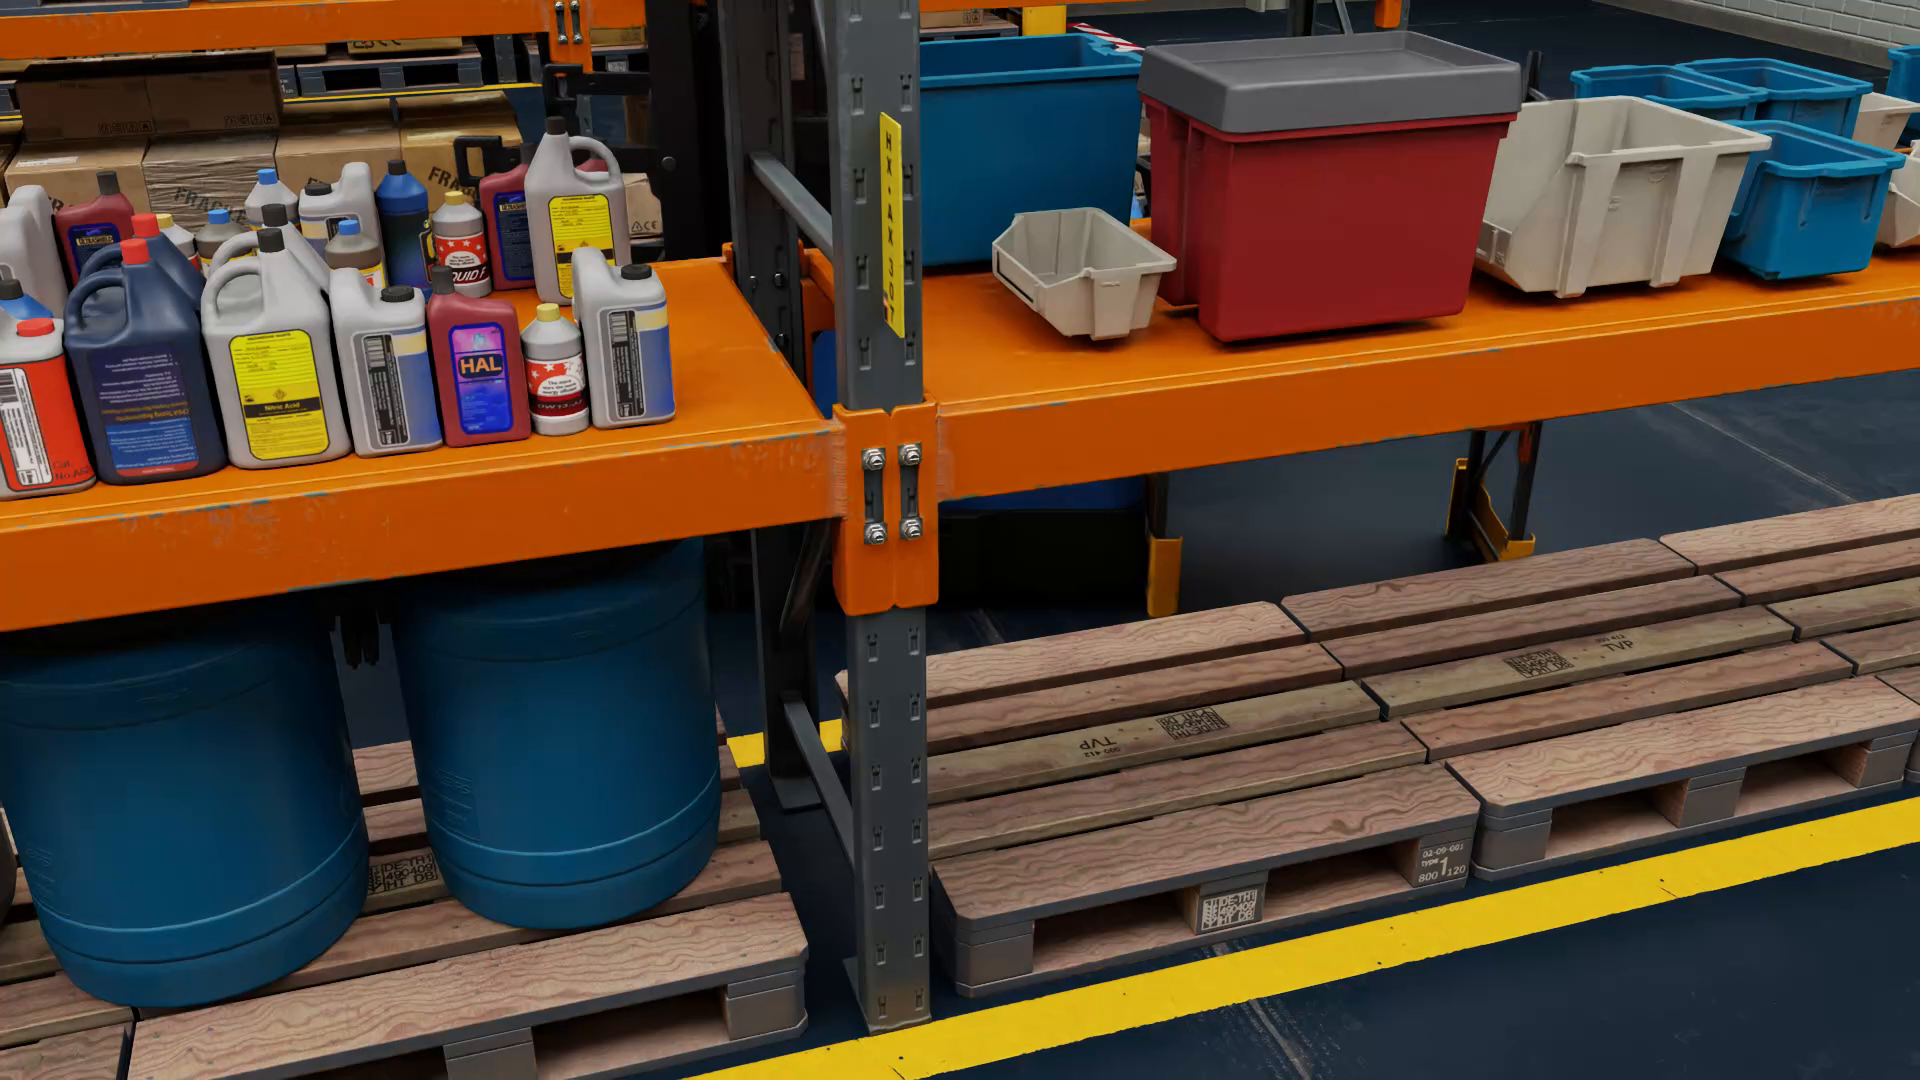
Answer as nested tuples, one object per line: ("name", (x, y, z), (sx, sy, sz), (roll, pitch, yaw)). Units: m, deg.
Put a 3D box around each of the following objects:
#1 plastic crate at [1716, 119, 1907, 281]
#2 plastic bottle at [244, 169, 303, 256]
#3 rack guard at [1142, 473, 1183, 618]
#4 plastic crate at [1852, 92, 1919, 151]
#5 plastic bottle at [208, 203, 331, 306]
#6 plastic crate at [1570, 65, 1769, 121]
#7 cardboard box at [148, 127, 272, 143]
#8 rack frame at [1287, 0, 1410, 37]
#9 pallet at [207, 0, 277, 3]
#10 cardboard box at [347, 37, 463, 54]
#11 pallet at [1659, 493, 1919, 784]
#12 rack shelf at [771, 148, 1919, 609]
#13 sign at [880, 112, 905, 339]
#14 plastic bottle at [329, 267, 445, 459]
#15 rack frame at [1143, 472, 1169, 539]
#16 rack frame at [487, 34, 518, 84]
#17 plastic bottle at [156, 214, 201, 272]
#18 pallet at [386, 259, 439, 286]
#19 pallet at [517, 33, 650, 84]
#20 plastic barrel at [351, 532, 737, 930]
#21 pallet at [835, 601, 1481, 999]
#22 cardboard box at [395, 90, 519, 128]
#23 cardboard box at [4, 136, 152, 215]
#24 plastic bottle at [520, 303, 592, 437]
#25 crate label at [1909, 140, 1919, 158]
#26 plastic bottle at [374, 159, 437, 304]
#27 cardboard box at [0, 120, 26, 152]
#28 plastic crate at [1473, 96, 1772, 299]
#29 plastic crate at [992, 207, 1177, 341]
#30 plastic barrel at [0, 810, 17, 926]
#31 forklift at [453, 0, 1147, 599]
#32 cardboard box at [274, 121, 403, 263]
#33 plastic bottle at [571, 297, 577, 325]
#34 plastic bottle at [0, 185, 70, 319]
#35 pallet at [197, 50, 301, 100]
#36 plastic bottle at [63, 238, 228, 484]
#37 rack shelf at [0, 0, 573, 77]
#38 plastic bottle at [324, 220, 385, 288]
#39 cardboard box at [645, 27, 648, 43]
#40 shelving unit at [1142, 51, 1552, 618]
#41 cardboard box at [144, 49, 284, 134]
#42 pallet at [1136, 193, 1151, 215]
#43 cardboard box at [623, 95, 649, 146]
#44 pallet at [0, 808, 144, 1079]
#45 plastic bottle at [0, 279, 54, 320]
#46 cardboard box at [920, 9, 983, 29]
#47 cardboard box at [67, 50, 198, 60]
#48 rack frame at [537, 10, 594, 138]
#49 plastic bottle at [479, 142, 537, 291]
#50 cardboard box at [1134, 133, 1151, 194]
("plastic crate", (1.659, -0.695, 3.398), (0.300, 0.233, 0.416), (-8, 28, -16))
("plastic bottle", (-1.296, -0.569, 3.167), (0.097, 0.271, 0.097), (0, 26, 0))
("rack guard", (0.590, -0.017, 5.003), (0.087, 0.250, 0.587), (0, 26, 0))
("plastic crate", (2.220, -1.046, 4.213), (0.298, 0.136, 0.250), (-8, 28, -16))
("plastic bottle", (-1.089, -0.358, 2.653), (0.185, 0.351, 0.144), (-8, 28, -16))
("plastic crate", (1.658, -0.969, 3.950), (0.300, 0.233, 0.416), (-8, 28, -16))
("cardboard box", (-3.318, -1.649, 7.514), (0.500, 0.500, 0.500), (-8, 27, -15))
("rack frame", (2.002, -3.230, 8.382), (0.127, 3.000, 1.000), (-8, 28, -16))
("pallet", (-2.595, -2.529, 7.187), (1.213, 0.211, 1.003), (-8, 28, -16))
("cardboard box", (-3.917, -3.853, 11.584), (0.750, 0.750, 0.750), (-8, 27, -15))
("pallet", (2.736, 0.211, 4.587), (1.213, 0.211, 1.003), (-8, 28, -16))
("rack shelf", (1.630, -0.537, 3.768), (4.000, 0.370, 1.077), (-8, 28, -16))
("sign", (-0.103, -0.475, 2.522), (0.005, 0.325, 0.100), (-8, 28, -16))
("plastic bottle", (-0.893, -0.287, 2.595), (0.135, 0.276, 0.152), (-8, 28, -16))
("rack frame", (0.570, -0.577, 4.725), (0.032, 1.500, 0.500), (0, 26, 0))
("rack frame", (-3.339, -4.773, 11.490), (0.127, 3.000, 1.000), (-8, 28, -16))
("plastic bottle", (-1.481, -0.511, 3.129), (0.097, 0.201, 0.097), (0, 26, 0))
("pallet", (-2.563, -1.302, 7.635), (1.213, 0.211, 1.003), (-8, 28, -16))
("pallet", (-2.592, -3.595, 12.255), (1.213, 0.211, 1.003), (-8, 28, -16))
("plastic barrel", (-0.794, 0.236, 3.290), (0.708, 0.901, 0.600), (-8, 28, -16))
("pallet", (0.416, 0.547, 3.910), (1.213, 0.211, 1.003), (-8, 28, -16))
("cardboard box", (-2.337, -1.793, 7.804), (0.500, 0.500, 0.500), (-10, 28, -18))
("cardboard box", (-3.615, -1.363, 6.938), (0.500, 0.500, 0.500), (-9, 28, -18))
("plastic bottle", (-0.648, -0.276, 2.657), (0.097, 0.201, 0.097), (0, 26, 0))
("crate label", (2.275, -0.772, 3.661), (0.243, 0.136, 0.396), (-8, 28, -16))
("plastic bottle", (-1.076, -0.601, 3.232), (0.097, 0.271, 0.097), (0, 26, 0))
("cardboard box", (-4.296, -1.505, 7.224), (0.500, 0.500, 0.500), (-9, 28, -18))
("plastic crate", (1.238, -0.690, 3.333), (0.530, 0.282, 0.437), (-8, 28, -16))
("plastic crate", (0.215, -0.496, 3.106), (0.243, 0.136, 0.396), (-8, 28, -16))
("plastic barrel", (-2.032, 0.547, 3.099), (0.421, 0.512, 0.421), (0, 26, 0))
("forklift", (-0.972, -1.352, 4.677), (3.031, 2.935, 1.130), (0, 26, 0))
("cardboard box", (-2.655, -1.503, 7.220), (0.500, 0.500, 0.500), (-8, 28, -16))
("plastic bottle", (-0.602, -0.354, 2.814), (0.097, 0.201, 0.097), (0, 26, 0))
("plastic bottle", (-1.710, -0.498, 3.020), (0.135, 0.276, 0.152), (-8, 28, -16))
("pallet", (-5.212, -3.216, 11.491), (1.213, 0.211, 1.003), (-8, 28, -16))
("plastic bottle", (-1.220, -0.271, 2.479), (0.185, 0.351, 0.144), (-8, 28, -16))
("rack shelf", (-3.703, -2.081, 6.878), (4.000, 0.370, 1.077), (-8, 28, -16))
("plastic bottle", (-1.121, -0.492, 3.091), (0.097, 0.201, 0.097), (0, 26, 0))
("cardboard box", (-2.118, -3.969, 12.209), (0.500, 0.500, 0.700), (-9, 28, -17))
("shelving unit", (1.088, -0.575, 4.721), (1.083, 1.500, 0.587), (0, 26, 0))
("cardboard box", (-3.288, -1.991, 7.360), (0.500, 0.250, 0.500), (-8, 28, -16))
("pallet", (1.172, -1.860, 8.759), (1.213, 0.211, 1.003), (-8, 28, -16))
("cardboard box", (-1.348, -1.955, 8.130), (0.500, 0.500, 0.500), (-8, 28, -16))
("pallet", (-2.180, 0.923, 3.153), (1.213, 0.211, 1.003), (-8, 28, -16))
("plastic bottle", (-1.429, -0.266, 2.557), (0.097, 0.271, 0.097), (0, 26, 0))
("cardboard box", (-0.171, -4.253, 12.783), (0.500, 0.500, 0.700), (-8, 28, -16))
("cardboard box", (-5.568, -3.611, 11.095), (0.750, 0.750, 0.750), (-8, 28, -16))
("rack frame", (-1.802, -2.679, 7.273), (0.127, 3.000, 1.000), (-8, 28, -16))
("plastic bottle", (-0.879, -0.643, 3.303), (0.133, 0.283, 0.061), (-8, 28, -16))
("cardboard box", (0.648, -1.898, 8.297), (0.500, 0.250, 0.500), (-8, 28, -16))
